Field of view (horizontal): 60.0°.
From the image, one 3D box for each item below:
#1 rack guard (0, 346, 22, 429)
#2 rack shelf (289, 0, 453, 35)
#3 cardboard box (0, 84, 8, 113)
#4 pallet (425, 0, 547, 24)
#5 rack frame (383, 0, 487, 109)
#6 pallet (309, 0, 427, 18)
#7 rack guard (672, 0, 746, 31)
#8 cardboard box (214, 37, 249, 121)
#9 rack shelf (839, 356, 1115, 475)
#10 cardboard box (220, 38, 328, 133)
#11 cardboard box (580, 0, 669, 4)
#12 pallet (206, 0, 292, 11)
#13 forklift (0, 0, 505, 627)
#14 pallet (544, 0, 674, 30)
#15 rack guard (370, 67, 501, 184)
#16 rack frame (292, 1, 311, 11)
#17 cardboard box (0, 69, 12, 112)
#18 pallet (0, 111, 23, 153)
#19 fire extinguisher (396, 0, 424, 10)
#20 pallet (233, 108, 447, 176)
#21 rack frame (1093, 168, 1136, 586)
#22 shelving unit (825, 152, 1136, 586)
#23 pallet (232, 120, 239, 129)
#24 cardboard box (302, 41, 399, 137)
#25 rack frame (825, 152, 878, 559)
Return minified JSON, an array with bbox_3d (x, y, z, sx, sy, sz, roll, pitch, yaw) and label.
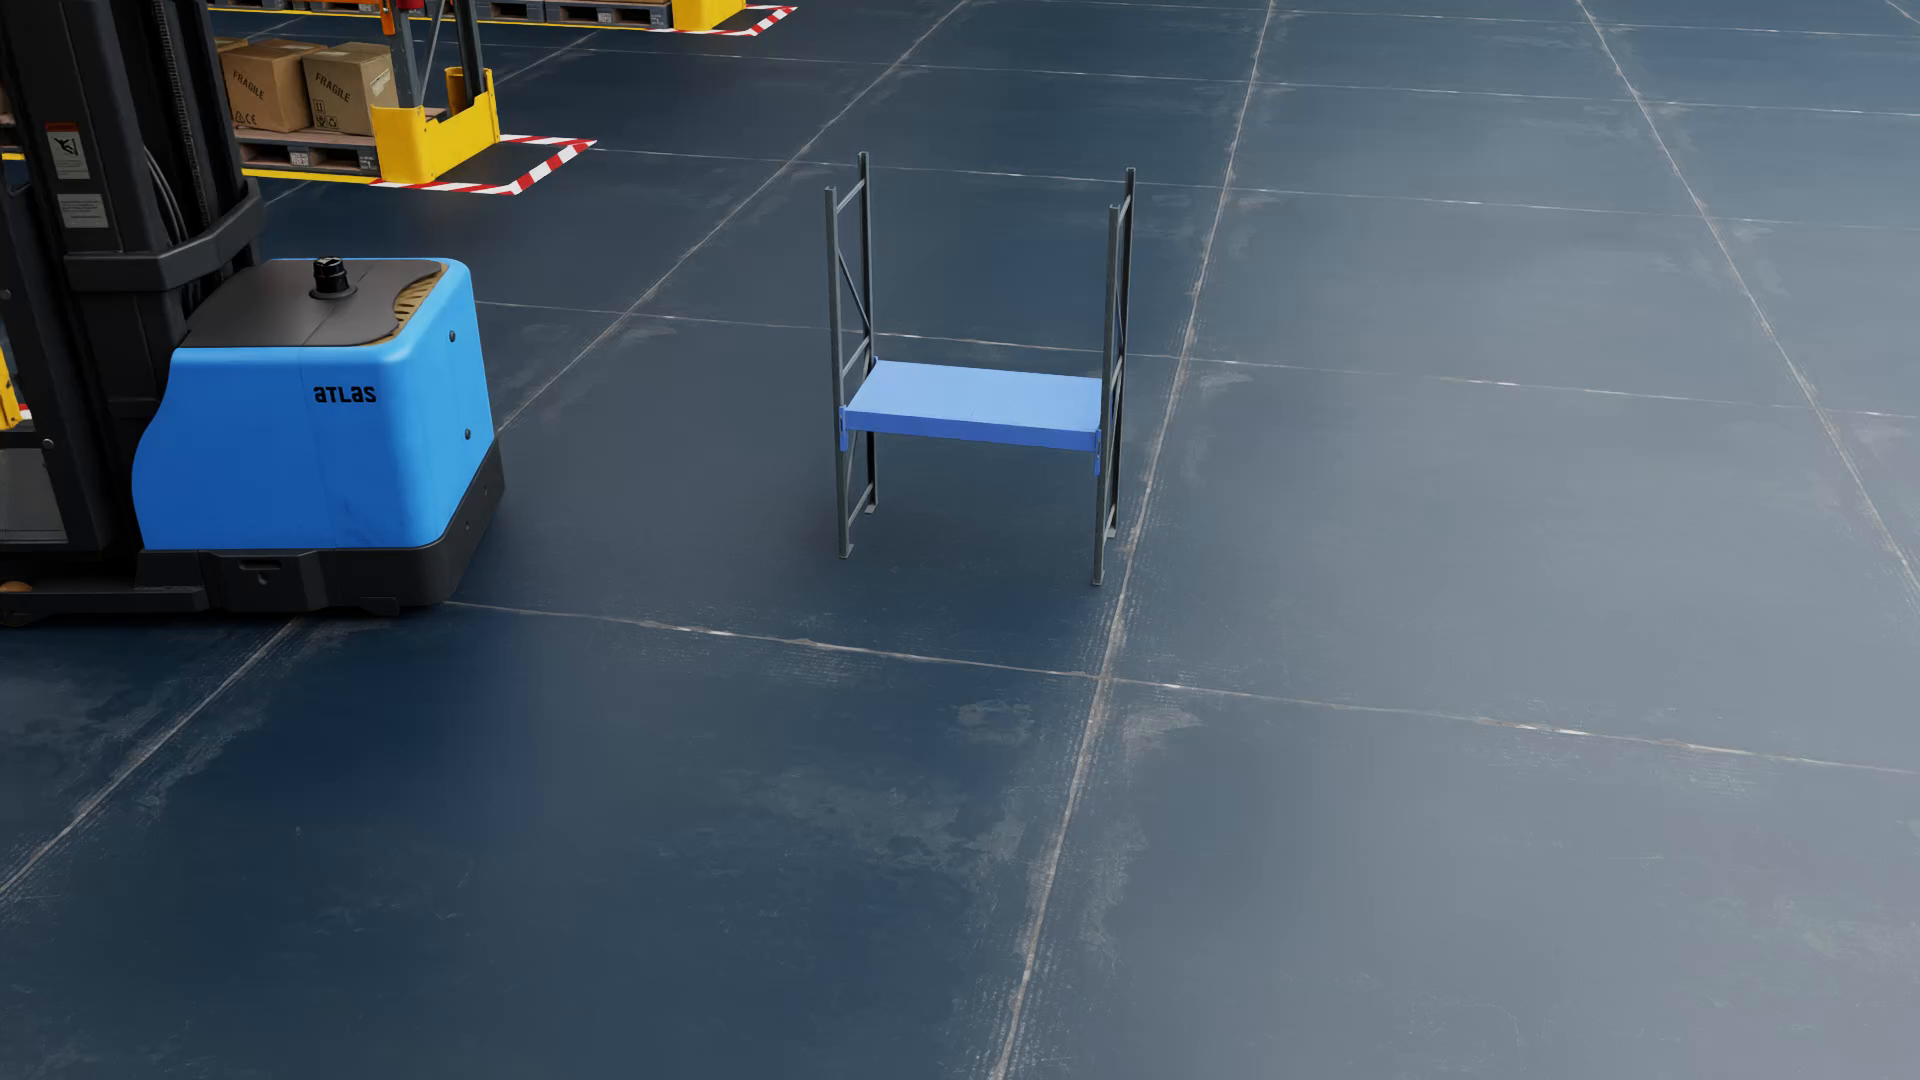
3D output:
[{"bbox_3d":[-4.646,-0.526,7.191,0.348,0.500,1.175,6,29,11],"label":"rack guard"},{"bbox_3d":[-5.484,-3.848,11.405,4.000,0.370,1.077,6,29,11],"label":"rack shelf"},{"bbox_3d":[-7.057,-3.393,11.990,0.500,0.500,0.500,5,29,9],"label":"cardboard box"},{"bbox_3d":[-4.381,-5.226,16.076,1.213,0.211,1.003,6,29,11],"label":"pallet"},{"bbox_3d":[-3.528,-3.963,10.866,0.127,3.000,1.000,6,29,11],"label":"rack frame"},{"bbox_3d":[-5.578,-5.347,16.298,1.213,0.211,1.003,6,29,11],"label":"pallet"},{"bbox_3d":[-2.370,-5.184,15.698,0.348,0.500,1.175,6,29,11],"label":"rack guard"},{"bbox_3d":[-5.335,-3.237,11.705,0.500,0.500,0.500,9,30,15],"label":"cardboard box"},{"bbox_3d":[0.083,-0.492,6.461,1.000,0.185,0.538,6,29,11],"label":"rack shelf"},{"bbox_3d":[-4.727,-3.165,11.574,0.500,0.500,0.500,14,32,24],"label":"cardboard box"},{"bbox_3d":[-3.070,-5.572,15.579,0.875,0.875,0.875,6,29,11],"label":"cardboard box"},{"bbox_3d":[-7.075,-5.502,16.581,1.213,0.211,1.003,6,29,11],"label":"pallet"},{"bbox_3d":[-3.419,-1.219,5.924,3.031,2.935,1.130,0,29,-1],"label":"forklift"},{"bbox_3d":[-3.191,-5.103,15.851,1.213,0.211,1.003,6,29,11],"label":"pallet"},{"bbox_3d":[-3.602,-2.874,11.480,0.348,0.500,1.175,6,29,11],"label":"rack guard"},{"bbox_3d":[-6.305,-6.684,15.834,0.127,3.000,1.000,6,29,11],"label":"rack frame"},{"bbox_3d":[-6.495,-3.339,11.892,0.500,0.500,0.500,16,32,26],"label":"cardboard box"},{"bbox_3d":[-6.775,-3.090,12.175,1.213,0.211,1.003,6,29,11],"label":"pallet"},{"bbox_3d":[-3.512,-3.701,10.468,0.183,0.674,0.296,6,29,11],"label":"fire extinguisher"},{"bbox_3d":[-4.389,-2.846,11.728,1.213,0.211,1.003,6,29,11],"label":"pallet"},{"bbox_3d":[0.581,-0.598,6.281,0.032,1.500,0.500,6,29,11],"label":"rack frame"},{"bbox_3d":[0.083,-0.649,6.374,1.048,1.500,0.538,6,29,11],"label":"shelving unit"},{"bbox_3d":[-5.579,-2.969,11.954,1.213,0.211,1.003,6,29,11],"label":"pallet"},{"bbox_3d":[-4.135,-3.121,11.494,0.500,0.500,0.500,11,31,20],"label":"cardboard box"},{"bbox_3d":[-0.414,-0.700,6.467,0.032,1.500,0.500,6,29,11],"label":"rack frame"}]
